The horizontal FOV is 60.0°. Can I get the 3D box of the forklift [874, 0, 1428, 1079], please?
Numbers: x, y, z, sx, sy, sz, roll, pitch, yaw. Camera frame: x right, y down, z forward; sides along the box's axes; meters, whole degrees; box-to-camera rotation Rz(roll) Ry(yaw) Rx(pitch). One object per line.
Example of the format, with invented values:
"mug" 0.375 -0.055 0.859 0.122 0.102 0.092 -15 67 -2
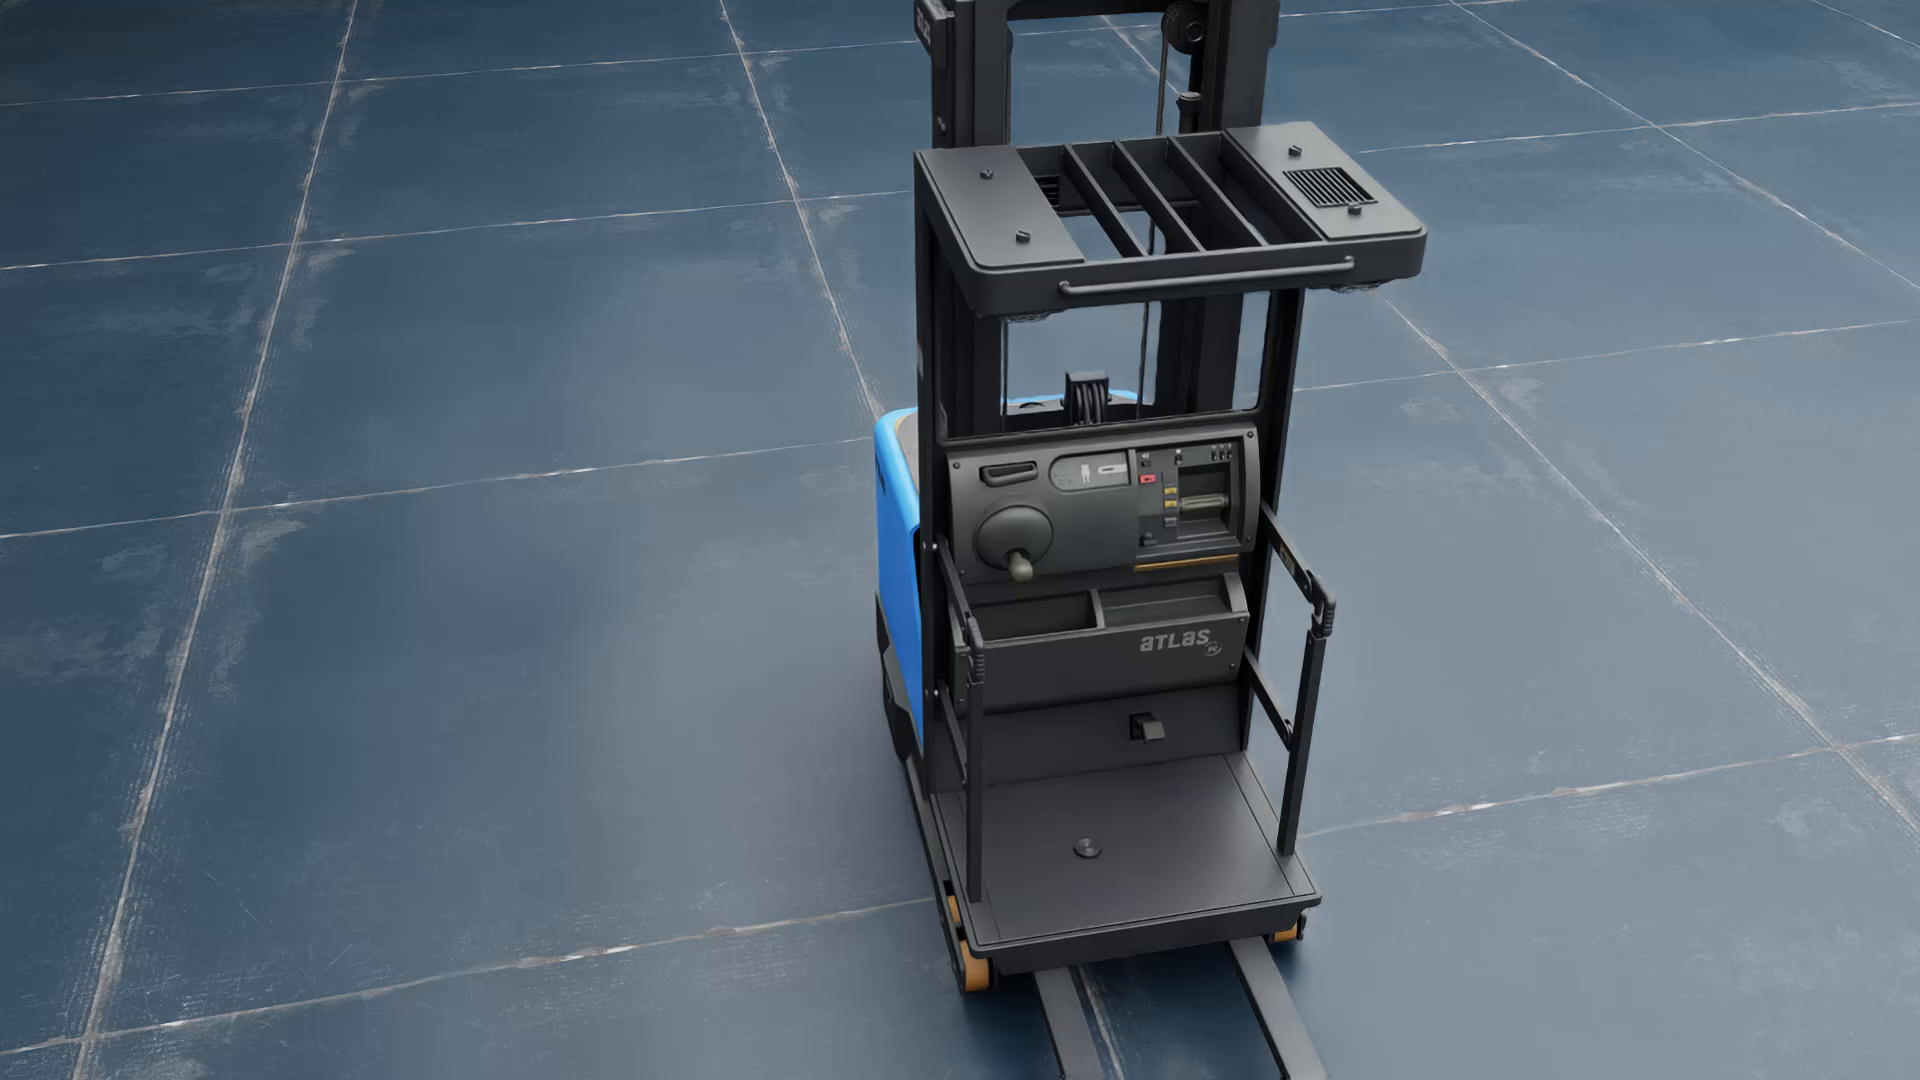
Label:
"forklift" 0.472 -0.045 4.687 1.130 2.935 3.031 -6 34 -10
